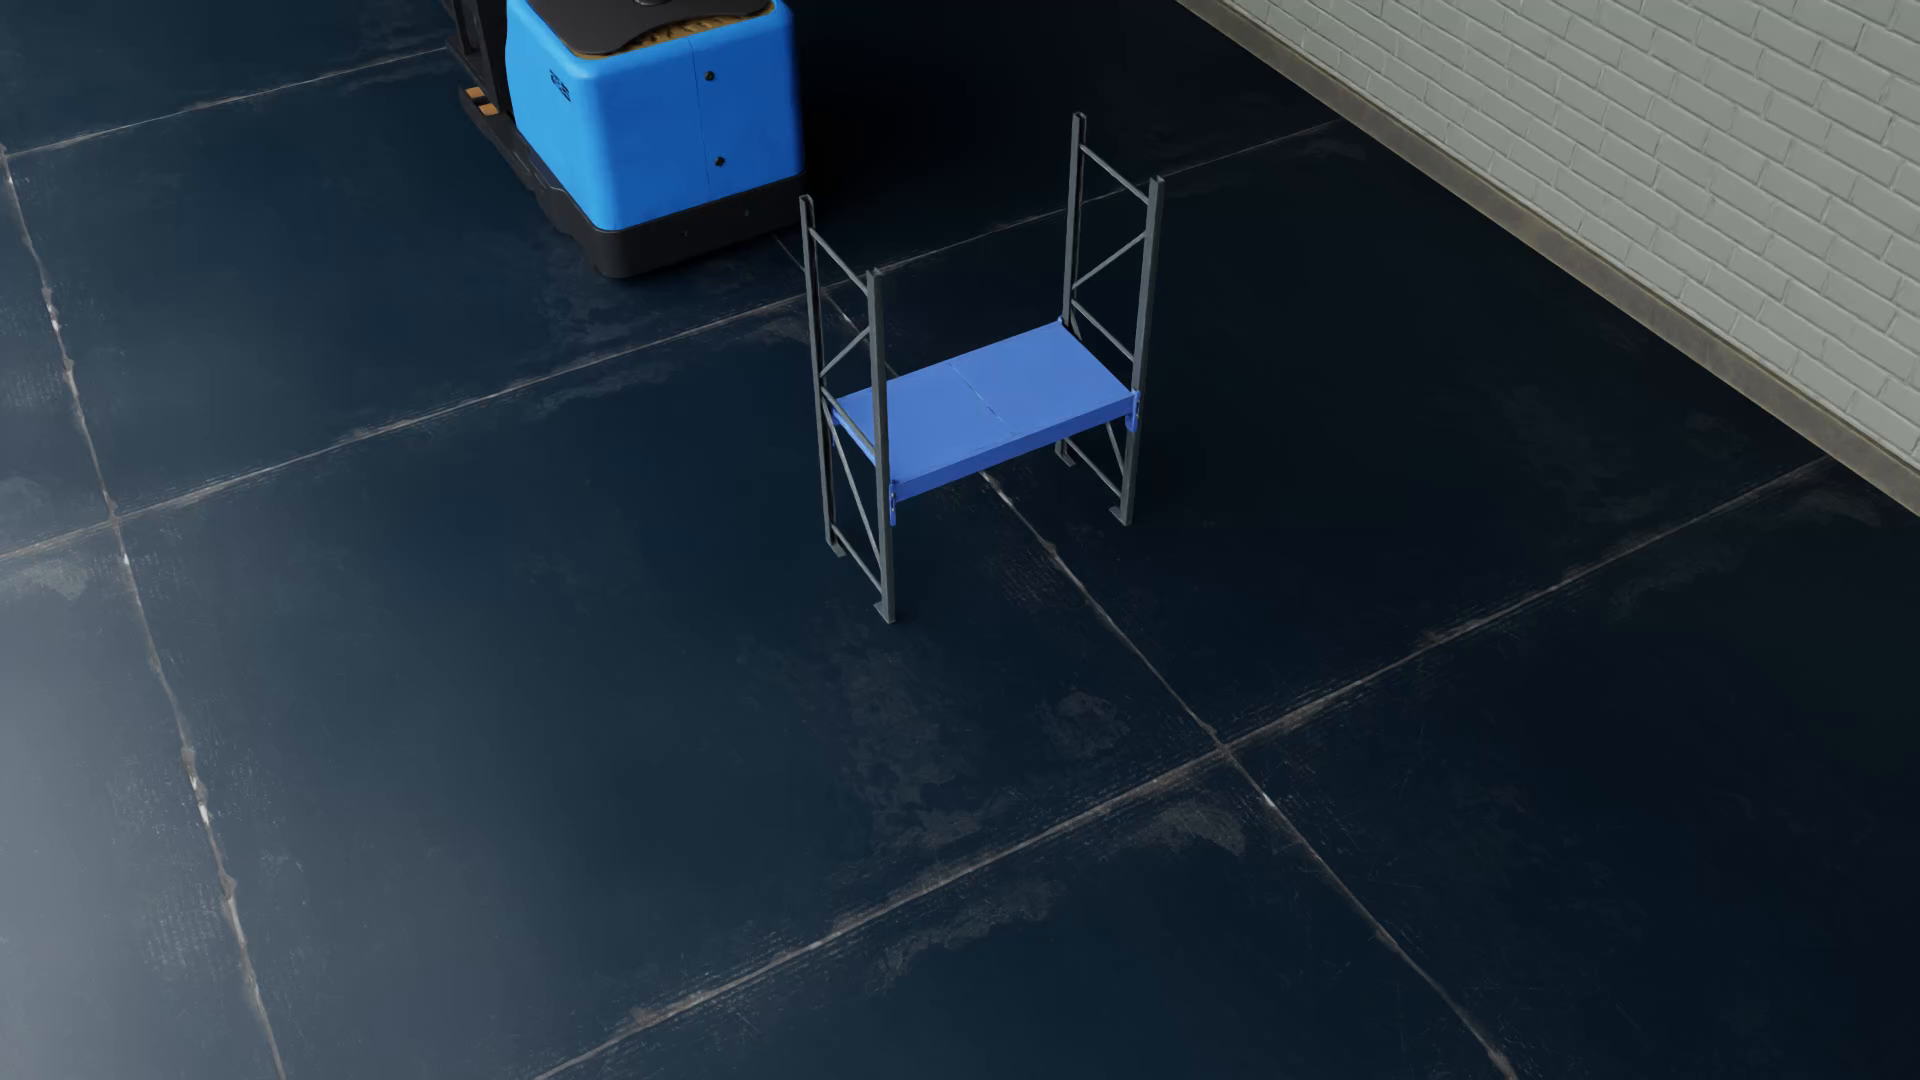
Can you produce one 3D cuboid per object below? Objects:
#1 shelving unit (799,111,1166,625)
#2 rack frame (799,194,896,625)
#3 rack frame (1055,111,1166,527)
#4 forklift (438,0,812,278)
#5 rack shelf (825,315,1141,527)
[{"bbox_3d":[0.074,-0.568,5.758,1.048,1.500,0.538,-22,48,-21],"label":"shelving unit"},{"bbox_3d":[-0.367,-0.391,5.576,0.032,1.500,0.500,-22,48,-21],"label":"rack frame"},{"bbox_3d":[0.515,-0.744,5.940,0.032,1.500,0.500,-22,48,-21],"label":"rack frame"},{"bbox_3d":[-1.874,-3.217,7.461,1.130,2.935,3.031,-23,49,-22],"label":"forklift"},{"bbox_3d":[0.074,-0.439,5.883,1.000,0.185,0.538,-22,48,-21],"label":"rack shelf"}]
